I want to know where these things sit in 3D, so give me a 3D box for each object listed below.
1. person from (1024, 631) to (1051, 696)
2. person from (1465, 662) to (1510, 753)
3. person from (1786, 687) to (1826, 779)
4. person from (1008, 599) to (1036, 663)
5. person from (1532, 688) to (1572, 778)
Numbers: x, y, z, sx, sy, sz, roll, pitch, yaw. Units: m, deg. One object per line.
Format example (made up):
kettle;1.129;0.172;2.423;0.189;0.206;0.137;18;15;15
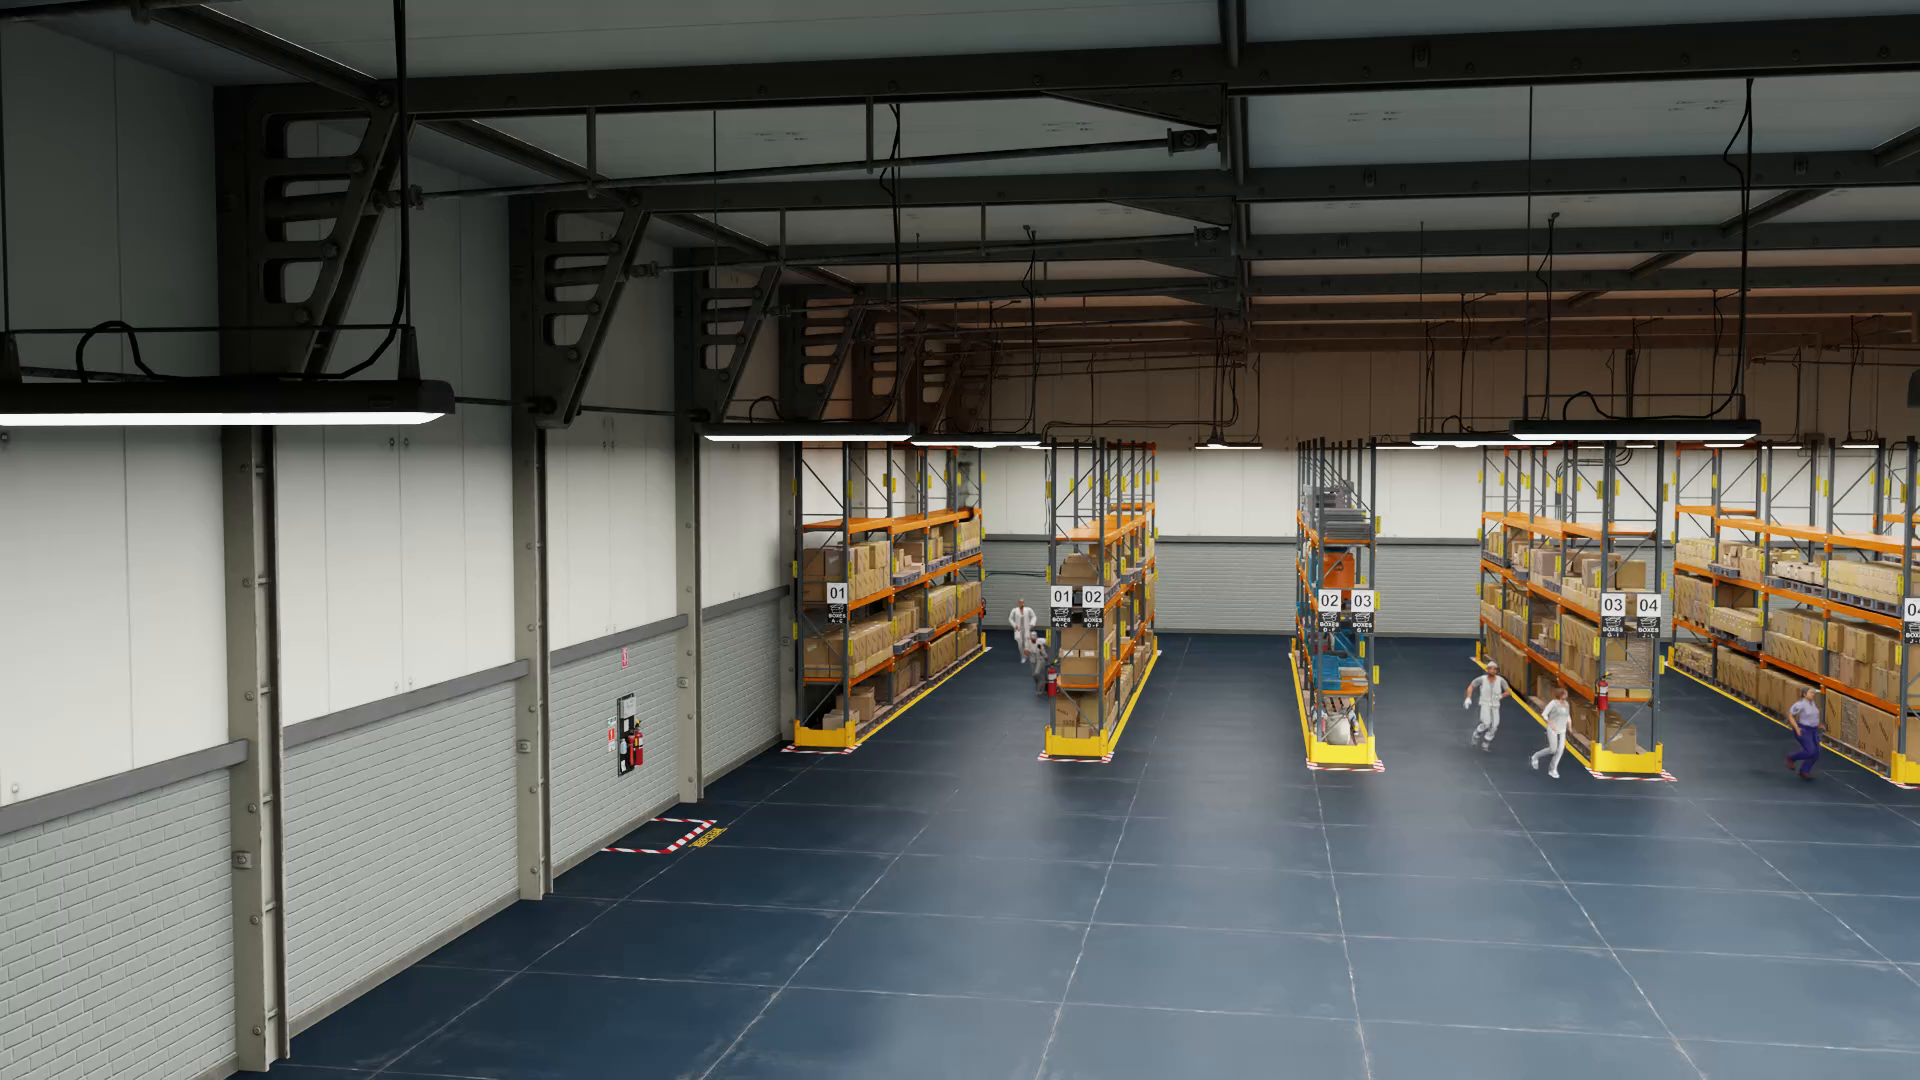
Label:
person;1.850;2.902;39.171;0.643;1.579;0.947;1;3;20
person;10.088;3.188;31.733;0.785;1.737;0.572;0;3;-4
person;14.886;3.387;29.223;0.620;1.601;0.554;-2;3;-29
person;1.697;2.531;45.304;0.757;1.470;0.530;0;3;4
person;10.573;3.391;29.519;0.602;1.554;0.620;-1;3;-22
